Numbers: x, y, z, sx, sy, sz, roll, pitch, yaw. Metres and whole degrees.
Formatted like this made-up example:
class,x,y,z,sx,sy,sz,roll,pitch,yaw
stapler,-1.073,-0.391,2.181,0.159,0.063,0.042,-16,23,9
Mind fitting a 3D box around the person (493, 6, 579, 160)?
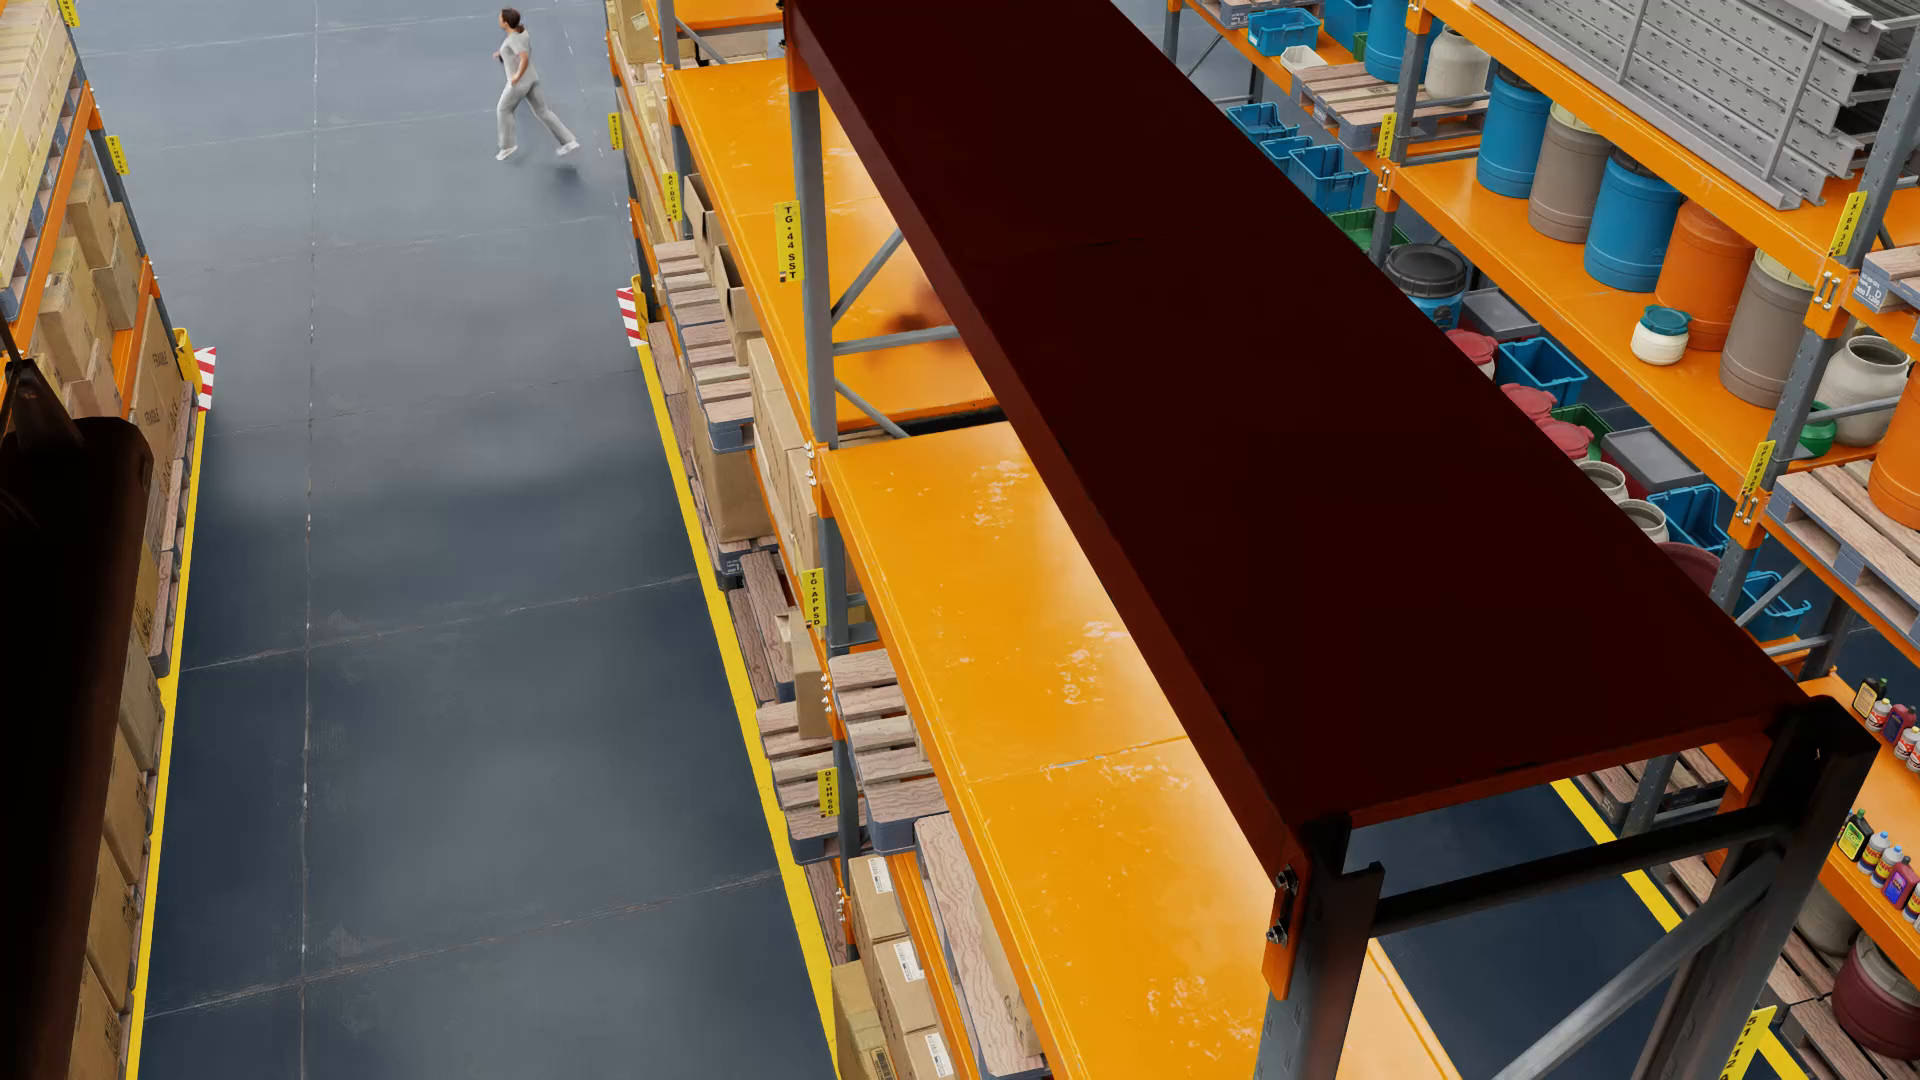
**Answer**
class,x,y,z,sx,sy,sz,roll,pitch,yaw
person,-4.544,-4.775,17.529,1.009,1.709,0.534,14,40,17
